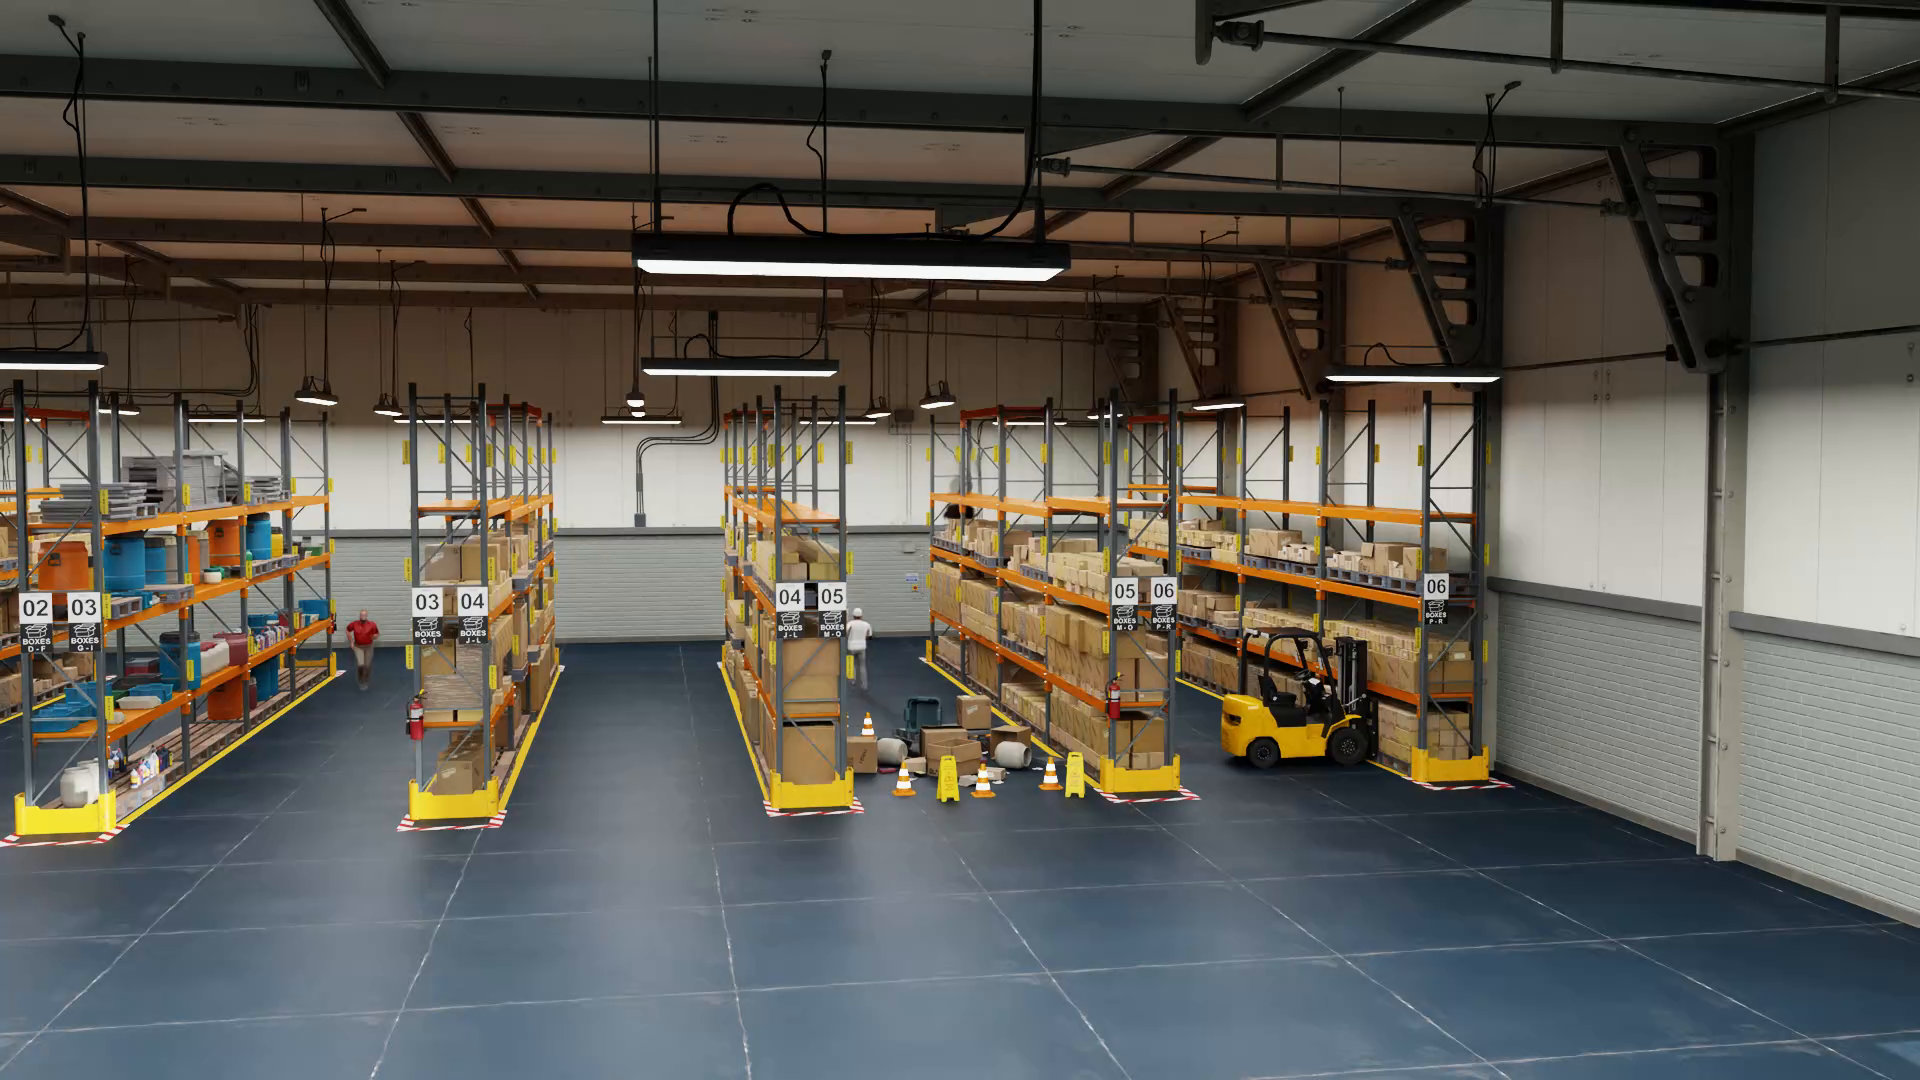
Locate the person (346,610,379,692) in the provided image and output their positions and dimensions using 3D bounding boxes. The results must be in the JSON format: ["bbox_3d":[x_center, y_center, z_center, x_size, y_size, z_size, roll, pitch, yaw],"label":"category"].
[{"bbox_3d":[-12.715,2.374,35.427,0.659,1.773,0.789,-1,3,-24],"label":"person"}]

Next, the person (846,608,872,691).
[{"bbox_3d":[-2.199,2.342,35.178,0.710,1.795,0.877,-1,3,-11],"label":"person"}]
